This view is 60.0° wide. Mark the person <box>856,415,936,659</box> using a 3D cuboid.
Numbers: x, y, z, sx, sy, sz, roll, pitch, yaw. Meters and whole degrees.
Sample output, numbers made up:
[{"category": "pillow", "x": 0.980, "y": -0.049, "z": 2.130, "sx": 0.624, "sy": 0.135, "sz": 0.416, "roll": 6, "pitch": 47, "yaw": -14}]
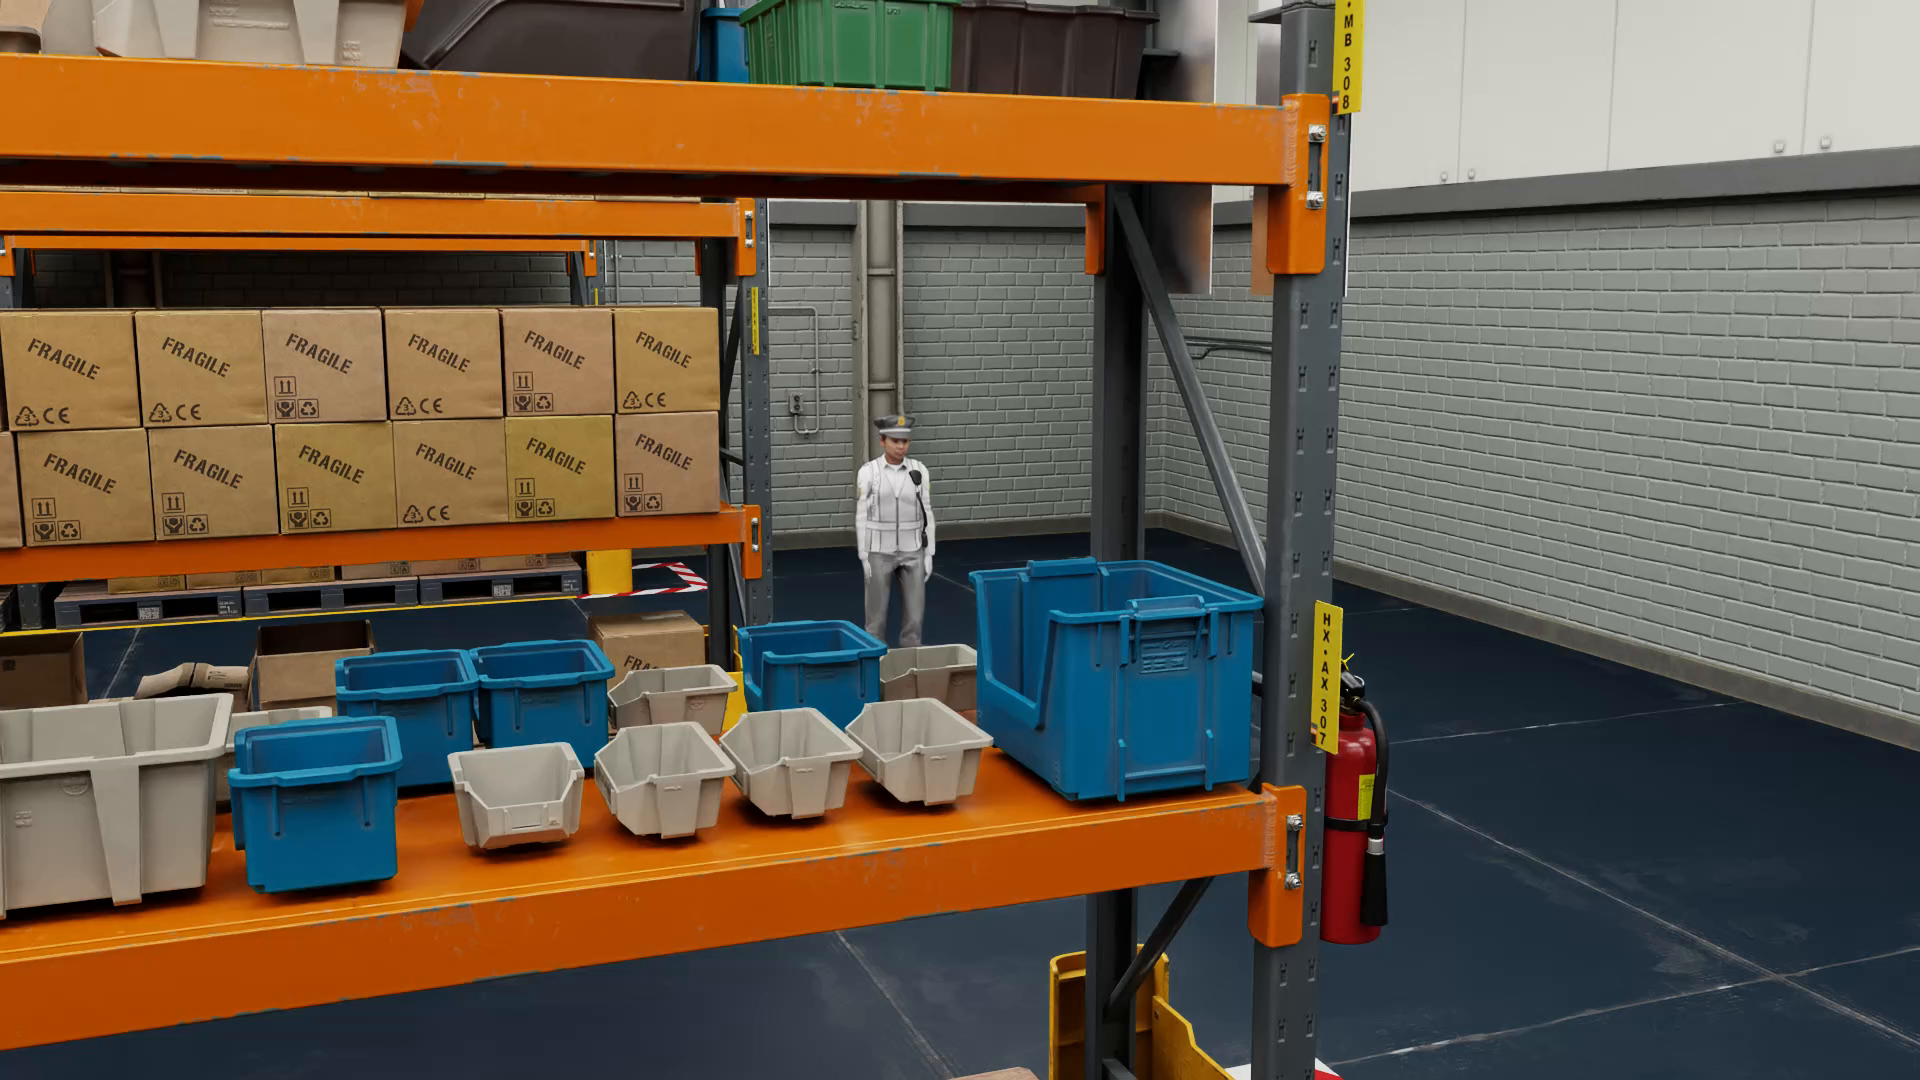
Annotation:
[{"category": "person", "x": -0.369, "y": 0.101, "z": 9.707, "sx": 0.467, "sy": 1.672, "sz": 0.332, "roll": -2, "pitch": 9, "yaw": -13}]
